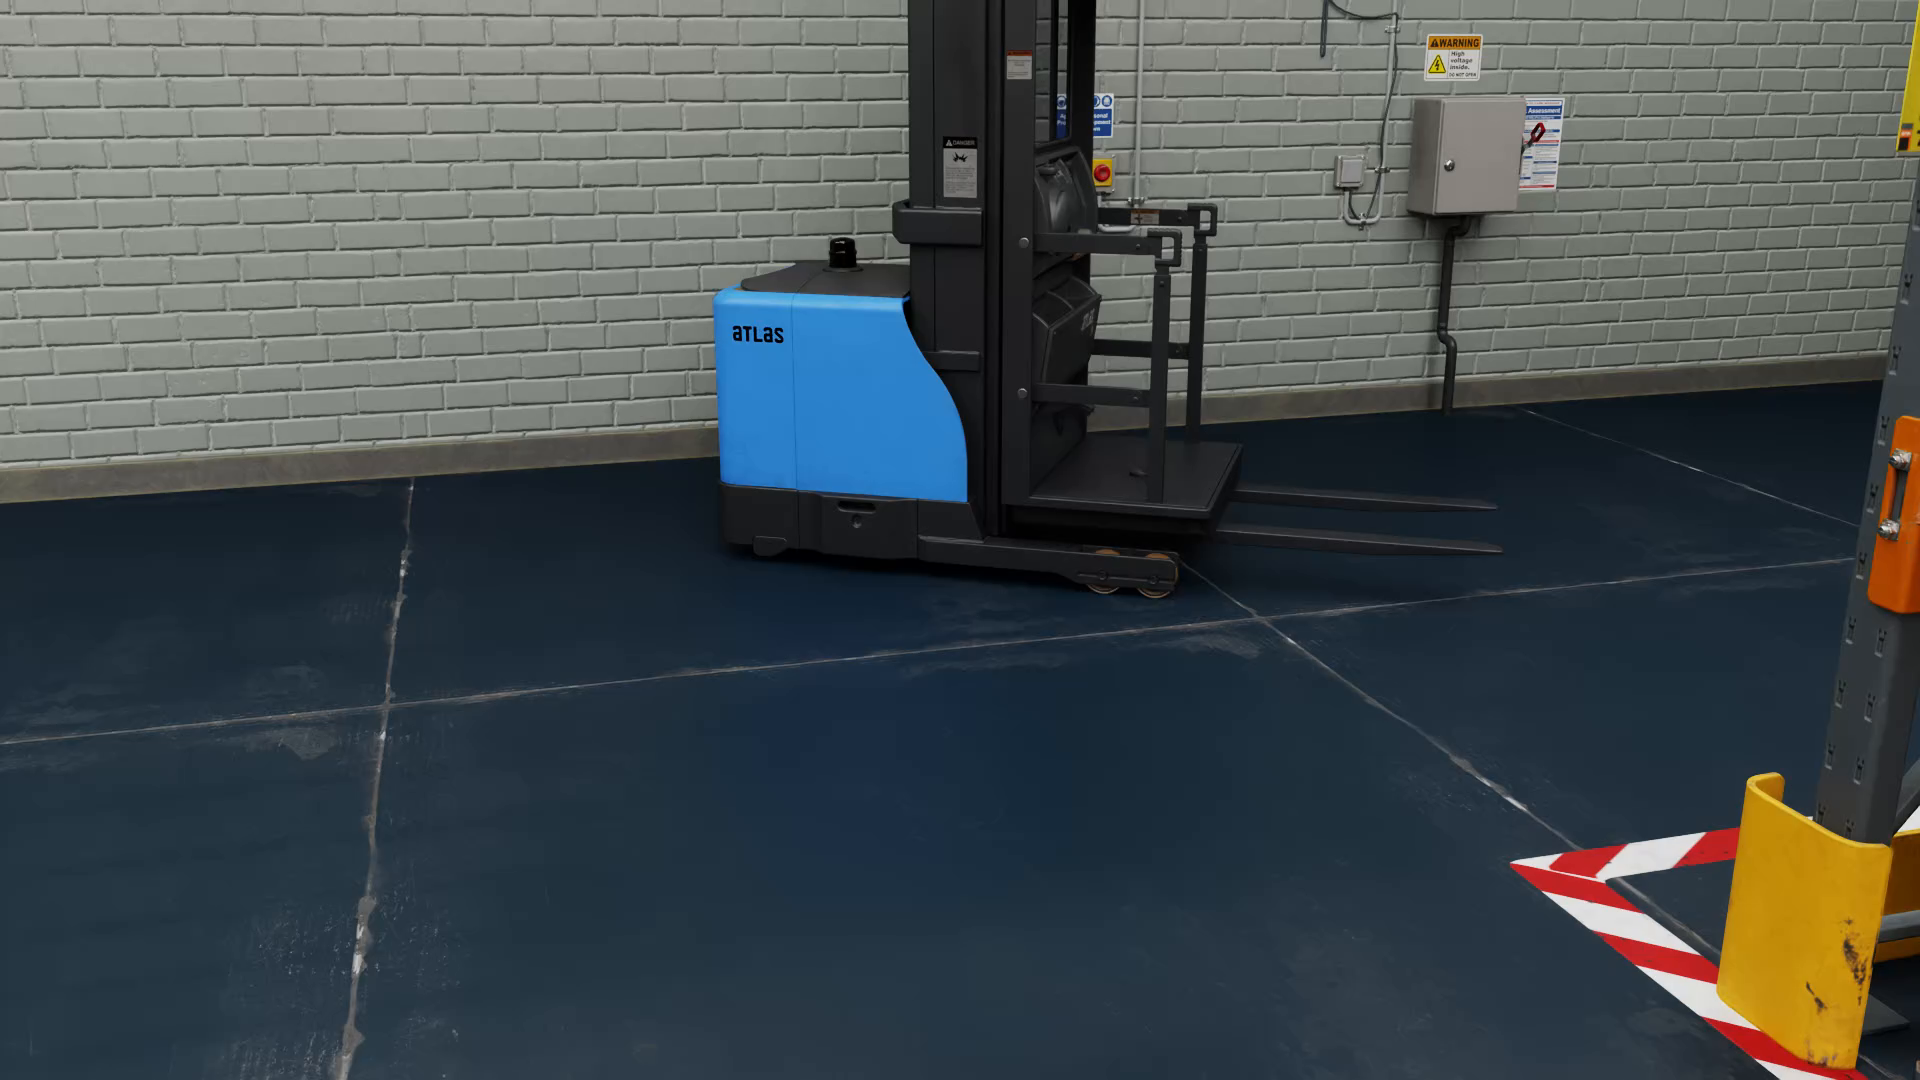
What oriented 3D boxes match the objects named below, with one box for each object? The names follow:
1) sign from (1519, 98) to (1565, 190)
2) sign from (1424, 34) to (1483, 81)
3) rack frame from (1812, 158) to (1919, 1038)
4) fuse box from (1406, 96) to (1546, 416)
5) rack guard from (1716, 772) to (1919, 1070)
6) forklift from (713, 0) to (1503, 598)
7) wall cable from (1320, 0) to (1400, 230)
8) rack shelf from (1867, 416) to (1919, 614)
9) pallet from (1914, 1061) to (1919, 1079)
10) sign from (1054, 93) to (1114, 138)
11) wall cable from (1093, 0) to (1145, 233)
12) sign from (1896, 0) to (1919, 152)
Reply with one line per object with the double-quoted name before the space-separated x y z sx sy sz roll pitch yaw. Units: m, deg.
"sign" 3.163 -2.178 9.154 0.329 0.494 0.001 -5 17 -15
"sign" 2.635 -2.576 8.877 0.339 0.242 0.001 -5 17 -15
"rack frame" 2.257 -0.444 3.215 1.000 3.000 0.127 -5 17 -15
"fuse box" 2.745 -1.510 9.005 0.539 1.711 0.414 -5 17 -15
"rack guard" 2.250 0.747 3.597 1.175 0.500 0.348 -5 17 -15
"forklift" 0.600 -1.355 6.369 3.031 2.935 1.130 5 17 15
"wall cable" 2.045 -2.603 8.639 0.588 1.984 0.122 -5 17 -15
"rack shelf" 2.807 0.454 1.477 1.077 0.370 4.000 -5 17 -15
"pallet" 2.552 1.107 2.900 1.003 0.211 1.213 -5 17 -15
"sign" 0.622 -2.144 8.406 0.327 0.218 0.001 -5 17 -15
"wall cable" 0.685 -2.503 8.251 0.585 1.953 0.123 -5 17 -15
"sign" 1.722 -0.854 2.938 0.100 0.325 0.005 -5 17 -15
